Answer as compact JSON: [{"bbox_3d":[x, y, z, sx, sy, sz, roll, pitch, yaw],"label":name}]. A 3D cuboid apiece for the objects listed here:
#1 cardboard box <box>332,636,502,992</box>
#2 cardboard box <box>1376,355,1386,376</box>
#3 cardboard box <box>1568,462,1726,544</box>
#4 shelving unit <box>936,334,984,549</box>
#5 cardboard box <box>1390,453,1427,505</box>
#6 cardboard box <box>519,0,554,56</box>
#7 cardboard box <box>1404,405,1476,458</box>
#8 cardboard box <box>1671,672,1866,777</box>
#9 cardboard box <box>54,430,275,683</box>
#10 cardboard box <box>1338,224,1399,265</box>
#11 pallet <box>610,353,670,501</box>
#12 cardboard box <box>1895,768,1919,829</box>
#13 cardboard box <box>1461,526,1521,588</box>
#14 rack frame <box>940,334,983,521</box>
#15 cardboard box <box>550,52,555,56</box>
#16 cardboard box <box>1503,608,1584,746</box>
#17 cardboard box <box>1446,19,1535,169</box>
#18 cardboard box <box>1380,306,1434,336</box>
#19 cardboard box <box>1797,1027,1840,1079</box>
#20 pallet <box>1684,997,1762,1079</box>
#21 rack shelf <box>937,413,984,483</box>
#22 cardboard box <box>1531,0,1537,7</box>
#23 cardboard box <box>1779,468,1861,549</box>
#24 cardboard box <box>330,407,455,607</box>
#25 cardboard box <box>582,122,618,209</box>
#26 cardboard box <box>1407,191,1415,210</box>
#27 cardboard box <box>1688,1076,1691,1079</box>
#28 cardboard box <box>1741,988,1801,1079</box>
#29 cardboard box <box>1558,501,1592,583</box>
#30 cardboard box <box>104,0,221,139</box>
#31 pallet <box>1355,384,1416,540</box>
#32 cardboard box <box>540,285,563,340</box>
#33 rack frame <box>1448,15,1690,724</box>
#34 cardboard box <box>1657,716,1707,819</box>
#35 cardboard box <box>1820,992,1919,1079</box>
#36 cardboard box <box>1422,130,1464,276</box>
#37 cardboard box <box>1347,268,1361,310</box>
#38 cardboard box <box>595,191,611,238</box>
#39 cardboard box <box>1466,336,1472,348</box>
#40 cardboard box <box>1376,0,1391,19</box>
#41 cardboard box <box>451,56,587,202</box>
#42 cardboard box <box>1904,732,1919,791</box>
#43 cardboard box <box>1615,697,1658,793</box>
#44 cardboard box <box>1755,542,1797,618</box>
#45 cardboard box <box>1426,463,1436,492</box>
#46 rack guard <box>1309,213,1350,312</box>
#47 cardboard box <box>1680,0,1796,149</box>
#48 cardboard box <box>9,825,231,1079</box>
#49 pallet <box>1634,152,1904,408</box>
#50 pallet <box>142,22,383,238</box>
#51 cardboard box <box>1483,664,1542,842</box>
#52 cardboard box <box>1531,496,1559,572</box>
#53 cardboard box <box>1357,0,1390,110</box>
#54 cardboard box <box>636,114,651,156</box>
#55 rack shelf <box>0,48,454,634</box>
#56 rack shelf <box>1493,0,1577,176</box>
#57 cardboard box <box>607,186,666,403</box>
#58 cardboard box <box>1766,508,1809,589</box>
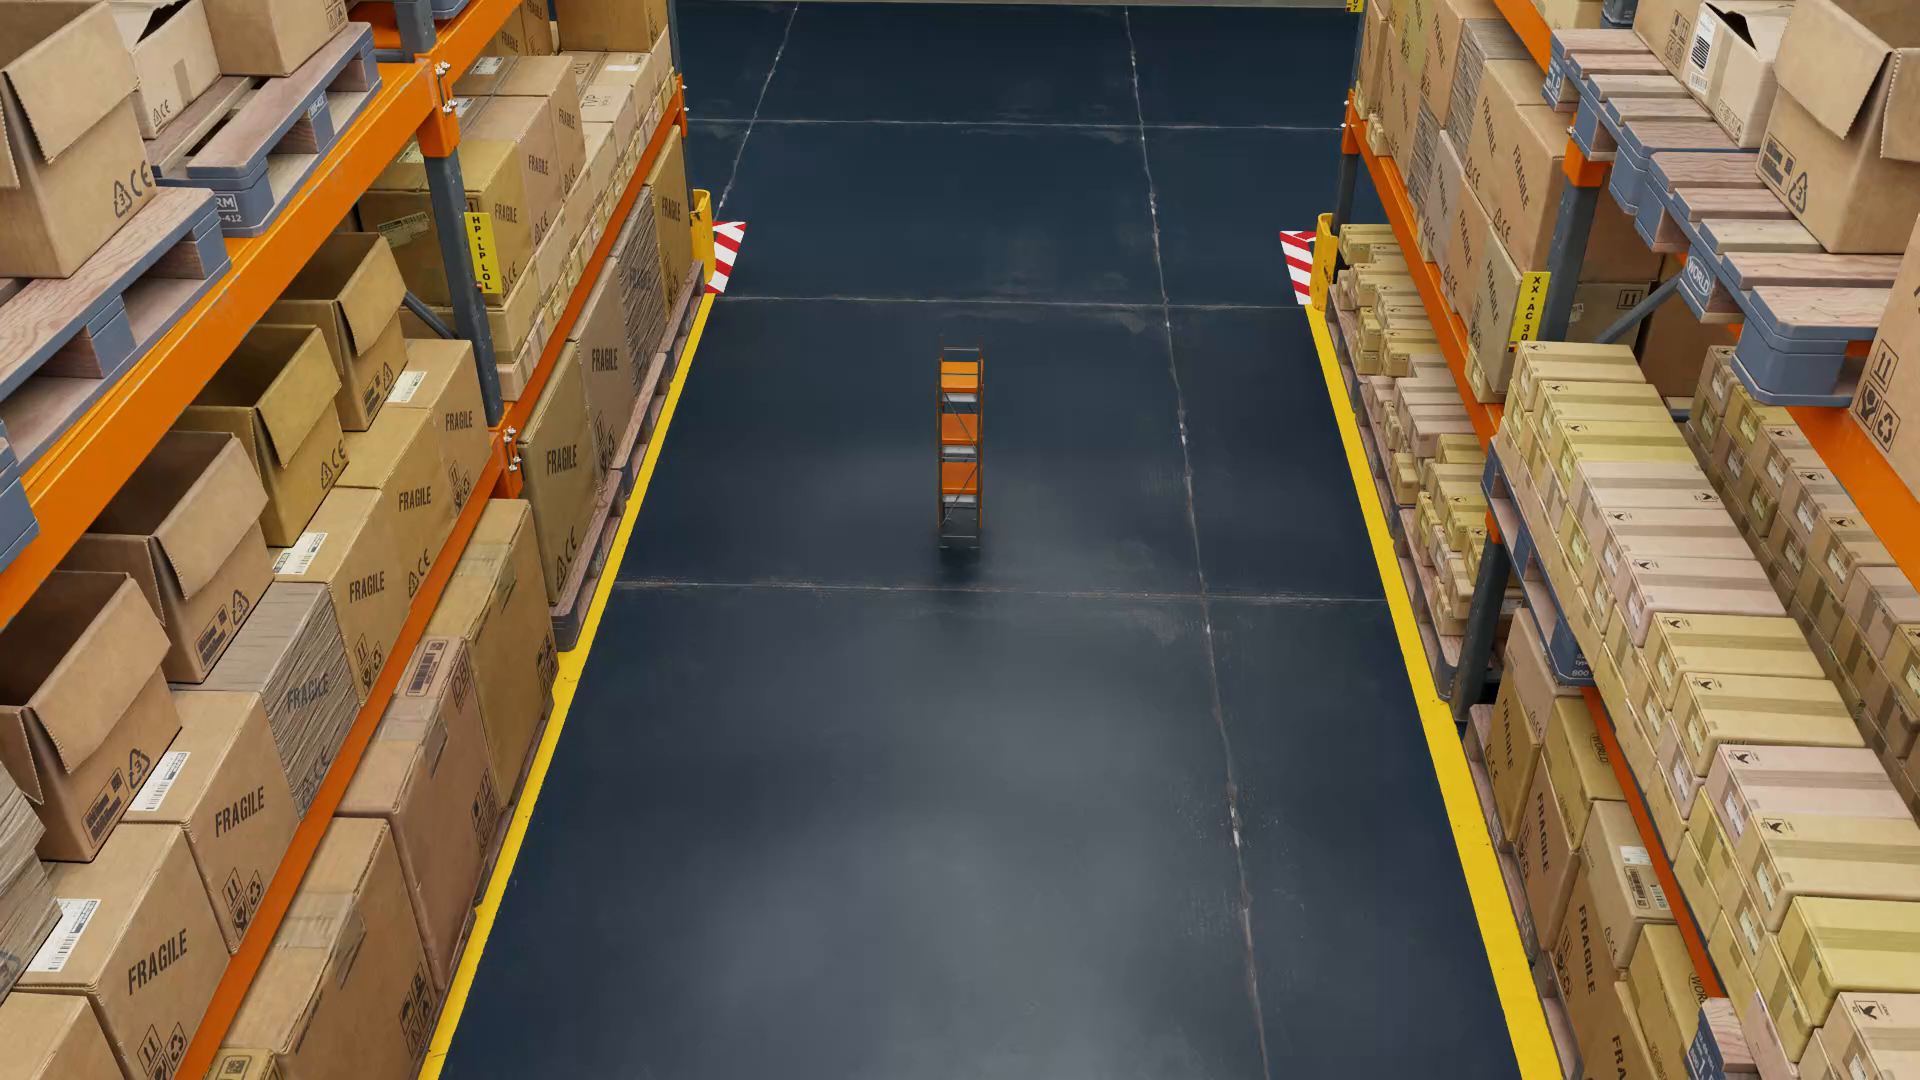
[{"bbox_3d":[-2.371,0.940,5.786,1.225,0.875,0.875,0,35,0],"label":"cardboard box"},{"bbox_3d":[2.475,-0.888,9.019,0.380,0.149,0.250,1,35,2],"label":"cardboard box"},{"bbox_3d":[2.116,-0.112,5.137,0.380,0.149,0.250,1,35,1],"label":"cardboard box"},{"bbox_3d":[0.002,-0.460,7.992,0.215,1.050,0.252,1,35,2],"label":"shelving unit"},{"bbox_3d":[2.338,-0.300,8.182,0.380,0.149,0.250,1,35,2],"label":"cardboard box"},{"bbox_3d":[-2.479,-2.748,8.770,0.500,0.500,0.500,1,35,1],"label":"cardboard box"},{"bbox_3d":[2.356,-0.522,7.980,0.380,0.149,0.250,0,35,0],"label":"cardboard box"},{"bbox_3d":[2.077,0.484,4.288,0.380,0.149,0.250,3,35,4],"label":"cardboard box"},{"bbox_3d":[-2.396,0.028,4.642,0.797,0.503,0.637,2,35,3],"label":"cardboard box"},{"bbox_3d":[2.422,-1.720,9.686,0.380,0.149,0.250,0,35,0],"label":"cardboard box"},{"bbox_3d":[-2.175,-0.636,8.971,1.003,0.211,1.213,1,35,2],"label":"pallet"},{"bbox_3d":[2.732,0.748,4.430,0.380,0.149,0.250,2,35,3],"label":"cardboard box"},{"bbox_3d":[2.376,0.074,7.132,0.380,0.149,0.250,2,35,3],"label":"cardboard box"},{"bbox_3d":[0.007,-0.530,8.092,0.200,1.050,0.008,1,35,2],"label":"rack frame"},{"bbox_3d":[-2.473,-2.429,8.969,0.500,0.250,0.500,1,35,1],"label":"cardboard box"},{"bbox_3d":[2.328,0.496,6.092,0.500,0.250,0.500,0,35,0],"label":"cardboard box"},{"bbox_3d":[2.420,-1.905,7.137,0.500,0.500,0.500,2,35,3],"label":"cardboard box"},{"bbox_3d":[2.445,-1.114,8.823,0.380,0.149,0.250,3,35,4],"label":"cardboard box"},{"bbox_3d":[2.035,1.193,3.538,0.380,0.149,0.250,3,35,4],"label":"cardboard box"},{"bbox_3d":[2.383,1.498,3.676,1.213,0.211,1.003,1,35,2],"label":"pallet"},{"bbox_3d":[0.002,-0.452,7.998,0.215,0.259,0.240,1,35,2],"label":"rack shelf"},{"bbox_3d":[2.403,-2.207,6.303,0.500,0.250,0.500,1,35,2],"label":"cardboard box"},{"bbox_3d":[2.768,-0.090,5.105,0.380,0.149,0.250,1,35,2],"label":"cardboard box"},{"bbox_3d":[-2.103,-0.121,5.726,0.500,0.500,0.500,2,35,3],"label":"cardboard box"},{"bbox_3d":[-1.982,-1.830,8.117,0.500,0.250,0.500,1,35,2],"label":"cardboard box"},{"bbox_3d":[2.461,-1.734,8.327,0.380,0.149,0.250,1,35,1],"label":"cardboard box"},{"bbox_3d":[2.236,1.686,4.398,0.500,0.250,0.500,2,35,3],"label":"cardboard box"},{"bbox_3d":[2.043,1.178,3.818,0.380,0.149,0.250,2,35,3],"label":"cardboard box"},{"bbox_3d":[2.118,0.005,5.228,0.380,0.149,0.250,0,35,0],"label":"cardboard box"},{"bbox_3d":[-2.464,-1.373,4.699,0.500,0.311,0.500,0,35,0],"label":"cardboard box"},{"bbox_3d":[2.659,-0.415,8.657,1.003,0.211,1.213,1,35,2],"label":"pallet"},{"bbox_3d":[-1.966,-1.001,7.284,0.380,0.149,0.250,2,35,3],"label":"cardboard box"},{"bbox_3d":[2.622,-0.466,6.305,1.000,3.000,0.127,1,35,2],"label":"rack frame"},{"bbox_3d":[2.075,0.605,4.374,0.380,0.149,0.250,2,35,3],"label":"cardboard box"},{"bbox_3d":[2.035,1.083,3.436,0.380,0.149,0.250,1,35,1],"label":"cardboard box"},{"bbox_3d":[2.402,-1.498,7.426,0.500,0.500,0.500,1,35,2],"label":"cardboard box"},{"bbox_3d":[2.437,-1.441,9.547,0.380,0.149,0.250,1,35,2],"label":"cardboard box"},{"bbox_3d":[-1.925,-1.594,8.128,0.380,0.149,0.250,0,35,1],"label":"cardboard box"},{"bbox_3d":[2.371,-0.836,7.049,0.380,0.149,0.250,3,35,4],"label":"cardboard box"},{"bbox_3d":[2.499,-3.084,8.815,0.500,0.500,0.500,1,35,2],"label":"cardboard box"},{"bbox_3d":[-2.012,-1.857,7.504,0.500,0.500,0.500,0,35,0],"label":"cardboard box"},{"bbox_3d":[2.731,0.628,4.342,0.380,0.149,0.250,1,35,1],"label":"cardboard box"},{"bbox_3d":[2.086,0.575,4.676,0.380,0.149,0.250,0,35,0],"label":"cardboard box"},{"bbox_3d":[2.771,0.134,5.304,0.380,0.149,0.250,0,35,-1],"label":"cardboard box"},{"bbox_3d":[2.416,-0.234,7.829,0.380,0.149,0.250,2,35,2],"label":"cardboard box"},{"bbox_3d":[2.779,-1.698,10.232,1.175,0.500,0.348,1,35,2],"label":"rack guard"},{"bbox_3d":[2.376,-1.328,4.635,0.500,0.311,0.500,1,35,1],"label":"cardboard box"},{"bbox_3d":[-2.181,1.049,4.062,0.500,0.500,0.500,0,35,1],"label":"cardboard box"},{"bbox_3d":[2.452,-0.669,4.147,1.213,0.211,1.003,1,35,2],"label":"pallet"},{"bbox_3d":[-2.318,-1.260,4.992,0.805,0.209,1.217,0,35,0],"label":"pallet"},{"bbox_3d":[2.327,0.803,6.308,0.500,0.500,0.500,3,35,4],"label":"cardboard box"},{"bbox_3d":[2.127,-0.017,5.519,0.380,0.149,0.250,2,35,2],"label":"cardboard box"},{"bbox_3d":[2.488,-2.676,9.103,0.500,0.500,0.500,3,35,4],"label":"cardboard box"},{"bbox_3d":[-1.886,-2.185,8.968,0.380,0.149,0.250,2,35,3],"label":"cardboard box"},{"bbox_3d":[-2.411,-0.423,4.260,1.077,0.370,4.000,1,35,2],"label":"rack shelf"},{"bbox_3d":[2.702,-2.548,7.284,1.077,0.370,4.000,1,35,2],"label":"rack shelf"},{"bbox_3d":[-2.152,-1.347,9.041,0.875,0.875,0.875,1,35,2],"label":"cardboard box"},{"bbox_3d":[2.774,0.027,5.197,0.380,0.149,0.250,0,35,0],"label":"cardboard box"}]
